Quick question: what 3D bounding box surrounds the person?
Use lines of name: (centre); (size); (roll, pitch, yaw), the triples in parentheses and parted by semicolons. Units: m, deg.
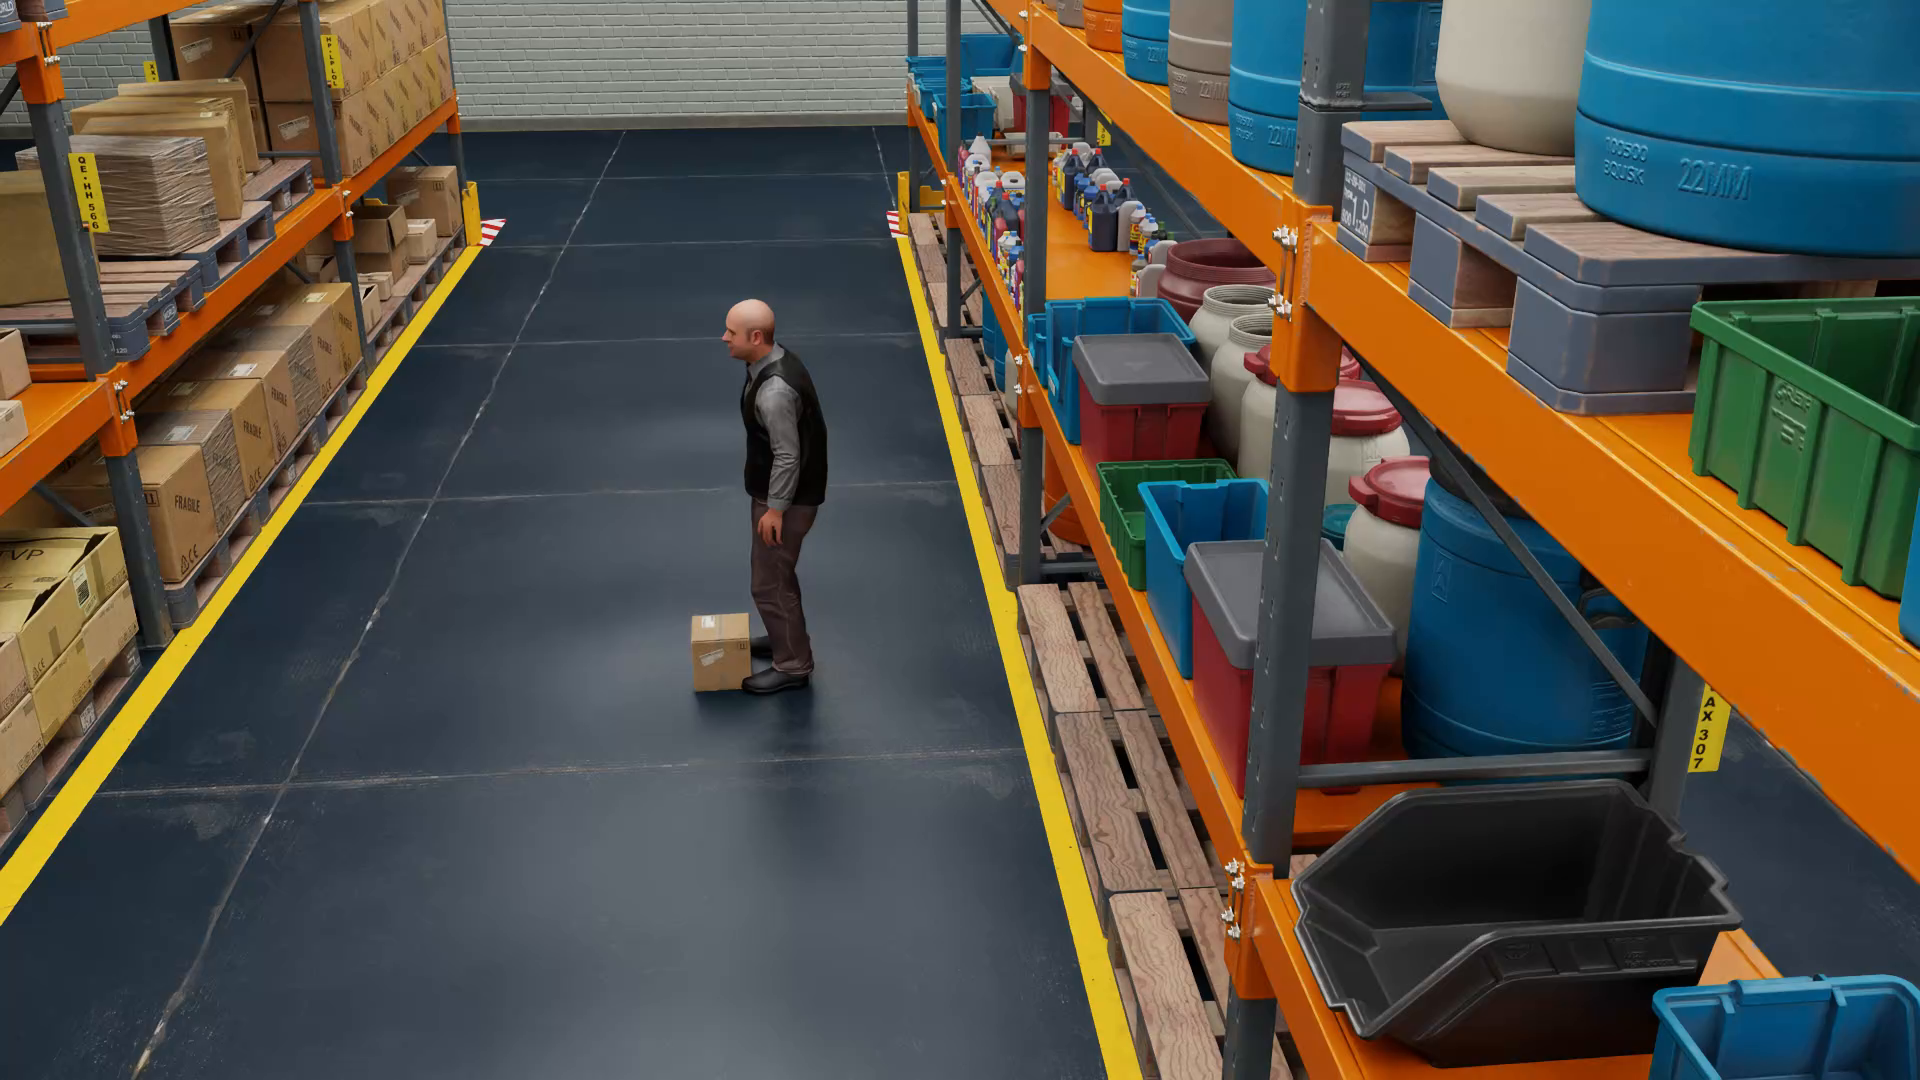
person: (-0.768, -0.192, 7.070); (0.420, 1.720, 0.591); (-4, 24, -8)
